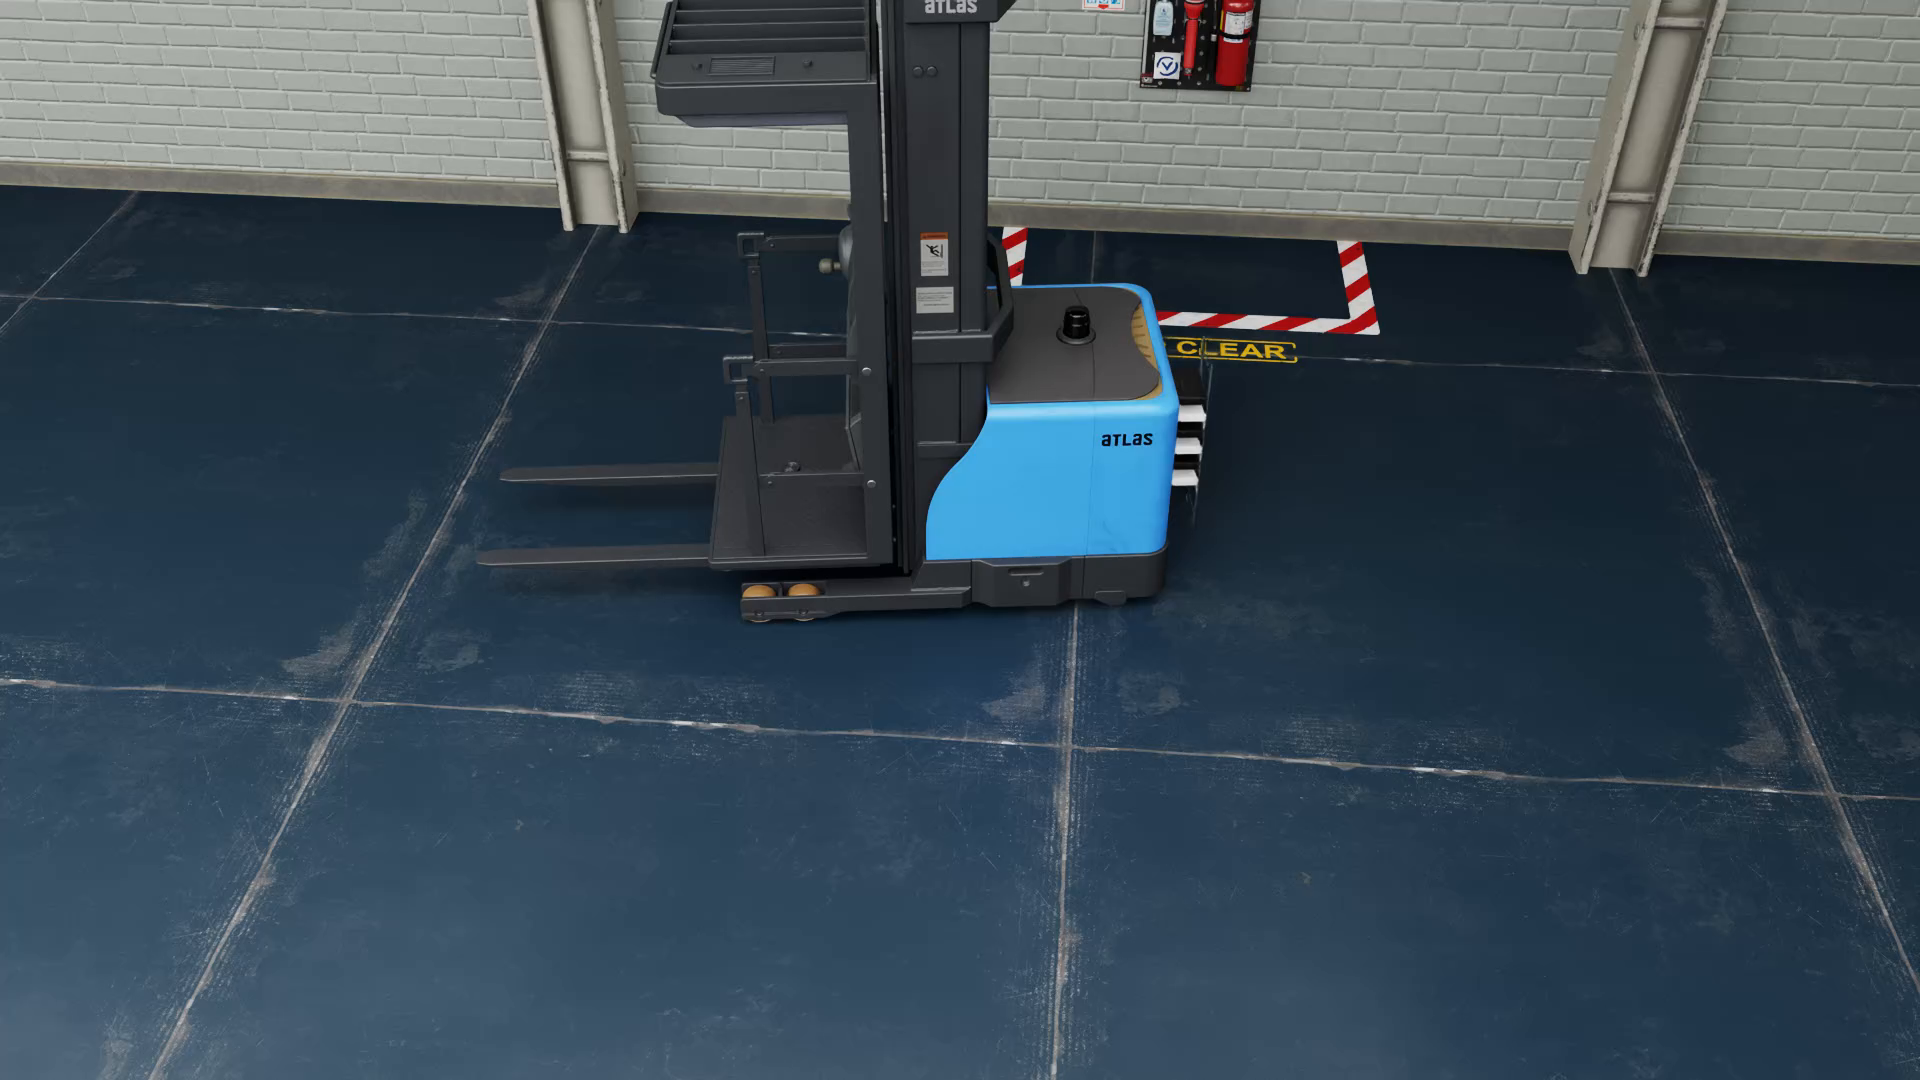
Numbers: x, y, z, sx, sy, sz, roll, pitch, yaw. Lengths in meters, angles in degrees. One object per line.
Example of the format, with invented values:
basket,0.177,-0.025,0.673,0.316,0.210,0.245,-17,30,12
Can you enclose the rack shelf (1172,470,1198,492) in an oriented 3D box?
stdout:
rack shelf,0.993,-0.327,7.775,0.200,0.077,0.258,-1,39,-2

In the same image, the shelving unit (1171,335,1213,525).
shelving unit,0.994,-0.492,7.641,0.210,0.900,0.258,-1,39,-2

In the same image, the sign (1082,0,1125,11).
sign,0.793,-3.063,9.109,0.234,0.329,0.001,3,39,4

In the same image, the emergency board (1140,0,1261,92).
emergency board,1.335,-2.954,9.003,0.643,1.169,0.194,3,39,4

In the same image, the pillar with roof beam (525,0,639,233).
pillar with roof beam,-2.555,-2.742,3.990,0.400,9.000,9.100,3,39,4

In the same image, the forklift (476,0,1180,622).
forklift,-0.622,-1.118,6.802,3.031,2.935,1.130,-2,39,-2

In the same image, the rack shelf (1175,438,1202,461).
rack shelf,0.994,-0.466,7.662,0.200,0.077,0.258,-1,39,-2

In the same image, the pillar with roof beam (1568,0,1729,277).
pillar with roof beam,3.422,-2.415,3.588,0.400,9.000,9.100,3,39,4

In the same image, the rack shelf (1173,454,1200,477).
rack shelf,0.994,-0.396,7.719,0.200,0.077,0.258,-1,39,-2

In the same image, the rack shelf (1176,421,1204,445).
rack shelf,0.994,-0.536,7.605,0.200,0.077,0.258,-1,39,-2

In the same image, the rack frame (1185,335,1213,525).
rack frame,1.096,-0.495,7.645,0.006,0.900,0.240,-1,39,-2

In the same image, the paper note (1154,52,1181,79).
paper note,1.165,-2.666,9.346,0.142,0.148,0.016,3,39,4

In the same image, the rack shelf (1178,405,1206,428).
rack shelf,0.995,-0.606,7.548,0.200,0.077,0.258,-1,39,-2

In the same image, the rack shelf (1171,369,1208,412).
rack shelf,0.995,-0.676,7.491,0.200,0.077,0.258,-1,39,-2
